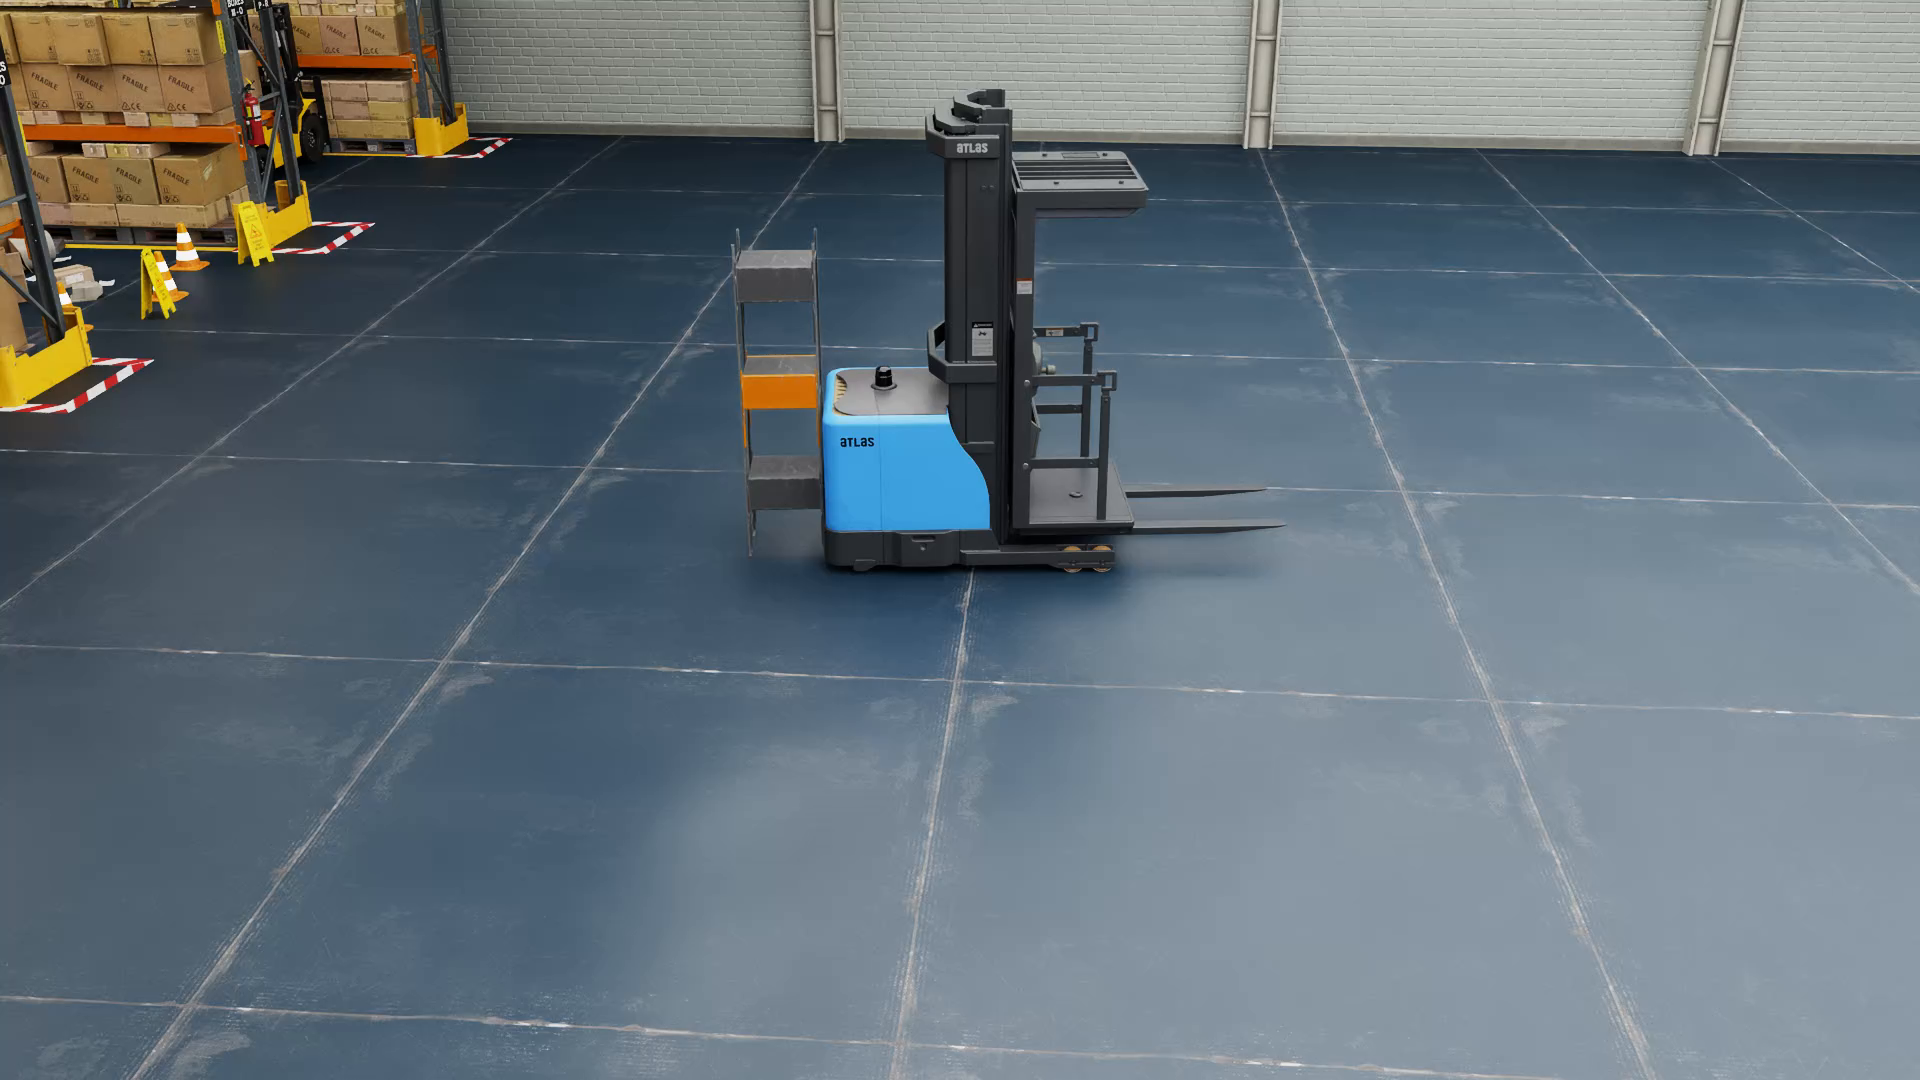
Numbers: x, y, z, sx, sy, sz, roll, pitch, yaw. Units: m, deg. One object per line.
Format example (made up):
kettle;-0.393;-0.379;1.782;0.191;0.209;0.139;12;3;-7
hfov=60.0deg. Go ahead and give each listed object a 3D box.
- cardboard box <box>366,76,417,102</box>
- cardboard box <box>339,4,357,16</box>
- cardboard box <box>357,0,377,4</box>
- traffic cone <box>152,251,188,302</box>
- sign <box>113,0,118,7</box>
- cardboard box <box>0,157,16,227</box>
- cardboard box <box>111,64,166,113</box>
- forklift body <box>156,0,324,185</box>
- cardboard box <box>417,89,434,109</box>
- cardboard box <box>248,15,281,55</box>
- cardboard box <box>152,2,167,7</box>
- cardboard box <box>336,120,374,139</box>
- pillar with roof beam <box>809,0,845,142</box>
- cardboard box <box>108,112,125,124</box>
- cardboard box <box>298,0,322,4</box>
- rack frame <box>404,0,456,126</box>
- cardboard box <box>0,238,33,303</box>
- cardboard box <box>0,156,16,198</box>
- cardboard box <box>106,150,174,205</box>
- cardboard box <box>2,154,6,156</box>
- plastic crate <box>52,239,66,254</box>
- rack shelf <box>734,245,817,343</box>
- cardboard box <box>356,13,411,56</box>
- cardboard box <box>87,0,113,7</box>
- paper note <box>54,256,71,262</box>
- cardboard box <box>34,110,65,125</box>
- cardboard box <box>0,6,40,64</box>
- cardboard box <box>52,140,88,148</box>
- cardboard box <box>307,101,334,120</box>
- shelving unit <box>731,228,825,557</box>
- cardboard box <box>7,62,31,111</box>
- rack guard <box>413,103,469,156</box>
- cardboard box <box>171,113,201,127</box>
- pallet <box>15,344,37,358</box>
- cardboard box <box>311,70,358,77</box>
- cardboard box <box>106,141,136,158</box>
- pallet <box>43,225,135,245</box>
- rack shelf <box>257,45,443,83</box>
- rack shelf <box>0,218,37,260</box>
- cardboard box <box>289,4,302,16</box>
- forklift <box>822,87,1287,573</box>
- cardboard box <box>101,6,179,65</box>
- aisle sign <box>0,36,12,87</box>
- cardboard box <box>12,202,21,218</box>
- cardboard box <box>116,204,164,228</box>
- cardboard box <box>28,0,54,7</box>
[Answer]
cardboard box;-7.687;-6.111;22.534;0.500;0.250;0.500;3;25;6
cardboard box;-8.082;-7.095;22.185;0.250;0.149;0.380;2;25;5
cardboard box;-7.825;-7.225;22.111;0.250;0.149;0.380;2;25;4
traffic cone;-7.854;-2.612;16.373;0.334;0.463;0.336;2;25;4
sign;-11.224;-7.222;22.067;0.005;0.325;0.100;2;25;4
cardboard box;-8.232;-2.757;13.473;0.550;0.550;0.875;2;25;4
cardboard box;-8.641;-4.863;17.754;0.500;0.500;0.500;2;25;4
forklift body;-9.234;-5.746;21.163;1.214;2.155;2.313;2;25;4
cardboard box;-7.657;-6.101;23.110;0.500;0.250;0.500;2;25;5
cardboard box;-9.244;-6.831;22.387;0.500;0.500;0.500;2;25;4
cardboard box;-10.636;-7.171;22.351;0.250;0.149;0.380;2;25;5
cardboard box;-8.192;-5.676;22.783;0.500;0.250;0.500;2;25;4
pillar with roof beam;-2.176;-7.968;17.801;0.400;9.000;9.100;2;25;4
cardboard box;-8.988;-4.612;17.985;0.250;0.149;0.380;2;25;5
cardboard box;-8.599;-7.223;22.107;0.250;0.149;0.380;2;25;5
rack frame;-7.204;-6.831;22.507;0.127;3.000;1.000;2;25;4
cardboard box;-9.525;-2.629;16.361;0.637;0.503;0.797;-17;30;-32
cardboard box;-10.466;-4.029;18.306;0.500;0.500;0.500;3;25;6
cardboard box;-8.919;-3.976;18.193;0.500;0.500;0.500;3;25;6
cardboard box;-10.368;-4.291;18.100;0.250;0.149;0.380;3;25;6
plastic crate;-10.066;-3.172;18.047;0.583;0.080;0.402;-7;26;-14
rack shelf;-1.151;-1.554;10.473;0.480;0.518;0.431;-1;25;-2
cardboard box;-7.715;-6.782;22.282;0.500;0.500;0.500;1;25;3
cardboard box;-11.550;-7.217;22.451;0.250;0.149;0.380;3;25;6
paper note;-9.572;-3.001;17.736;0.148;0.019;0.142;-7;26;-14
cardboard box;-9.751;-4.591;17.939;0.250;0.149;0.380;2;25;4
cardboard box;-10.140;-5.367;17.655;0.500;0.500;0.700;1;25;3
cardboard box;-9.942;-4.234;18.752;0.500;0.500;0.500;3;25;7
cardboard box;-8.729;-5.913;22.701;0.500;0.250;0.500;1;25;3
shelving unit;-1.151;-0.930;10.760;0.503;2.100;0.431;-1;25;-2
cardboard box;-10.149;-4.912;17.862;0.500;0.500;0.500;2;25;4
rack guard;-7.180;-5.694;23.027;0.348;0.500;1.175;2;25;4
cardboard box;-8.230;-4.532;17.812;0.250;0.149;0.380;2;25;3
pallet;-8.661;-1.422;14.087;1.213;0.211;1.003;2;25;4
cardboard box;-8.665;-6.356;23.065;0.500;0.250;0.500;2;25;4
cardboard box;-9.020;-4.249;18.009;0.250;0.149;0.380;2;25;5
pallet;-9.676;-3.578;18.774;1.213;0.211;1.003;2;25;4
rack shelf;-9.198;-6.568;22.796;4.000;0.370;1.077;2;25;4
rack shelf;-9.852;-2.433;13.809;4.000;0.370;1.077;2;25;4
cardboard box;-8.852;-7.096;22.187;0.250;0.149;0.380;2;25;4
forklift;0.622;-1.342;10.660;3.031;2.935;1.130;-1;25;-2
cardboard box;-8.610;-5.341;17.598;0.500;0.500;0.700;2;25;4
aisle sign;-7.765;-3.999;13.243;0.004;0.787;0.394;2;25;4
cardboard box;-10.468;-3.688;18.463;0.500;0.250;0.500;3;25;7
cardboard box;-8.922;-3.637;18.353;0.500;0.250;0.500;2;25;4
cardboard box;-12.321;-7.201;22.415;0.250;0.149;0.380;1;25;2
